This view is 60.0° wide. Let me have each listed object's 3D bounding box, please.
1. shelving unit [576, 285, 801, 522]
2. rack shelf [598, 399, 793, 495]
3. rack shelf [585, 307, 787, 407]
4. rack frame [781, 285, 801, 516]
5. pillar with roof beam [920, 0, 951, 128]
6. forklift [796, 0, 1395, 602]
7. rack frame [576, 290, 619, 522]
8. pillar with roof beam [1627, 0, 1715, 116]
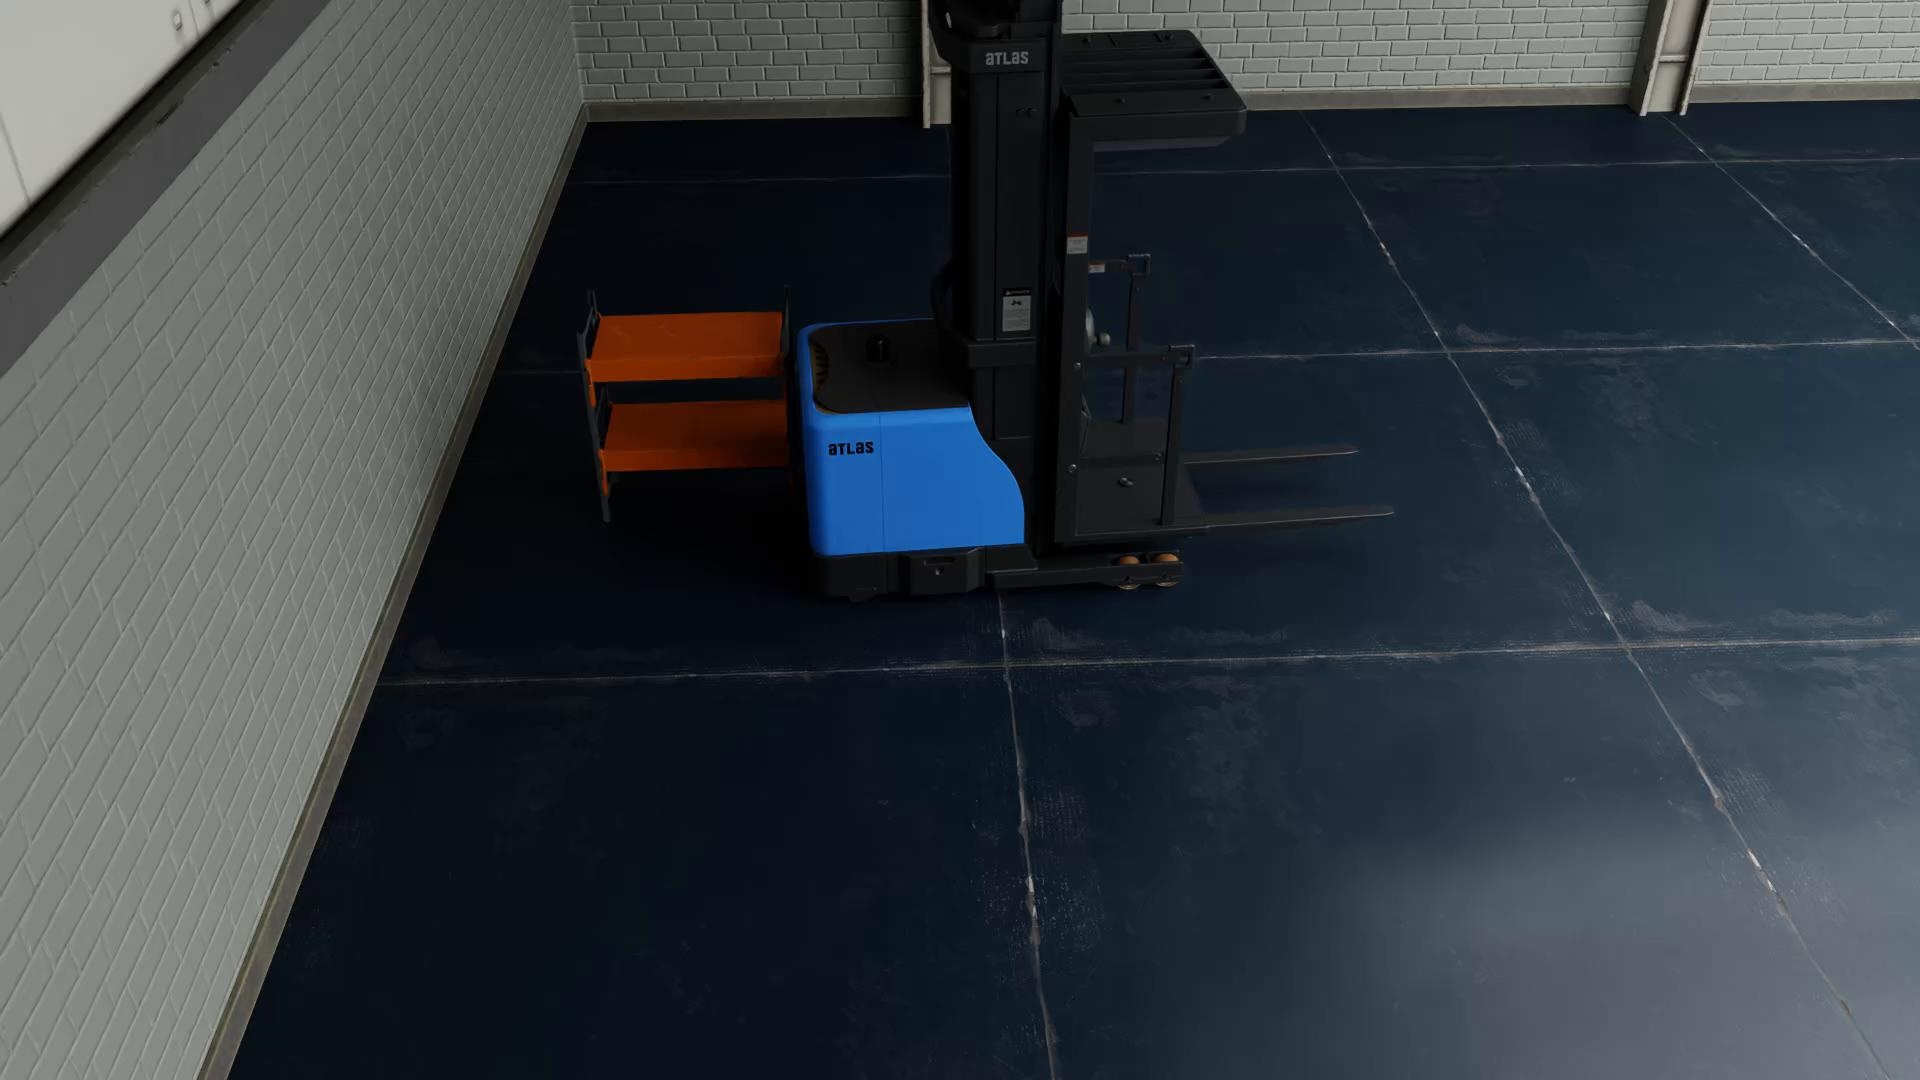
[{"bbox_3d":[-1.405,-0.718,8.836,1.048,1.125,0.538,-2,35,-3],"label":"shelving unit"},{"bbox_3d":[-1.405,-0.517,8.975,1.000,0.278,0.538,-2,35,-3],"label":"rack shelf"},{"bbox_3d":[-1.405,-0.959,8.669,1.000,0.278,0.538,-2,35,-3],"label":"rack shelf"},{"bbox_3d":[-0.898,-0.737,8.862,0.032,1.125,0.500,-2,35,-3],"label":"rack frame"},{"bbox_3d":[0.089,-4.737,7.724,0.400,9.000,9.100,-2,35,-2],"label":"pillar with roof beam"},{"bbox_3d":[0.707,-1.252,8.020,3.031,2.935,1.130,-4,35,-5],"label":"forklift"},{"bbox_3d":[-1.912,-0.700,8.809,0.032,1.125,0.500,-2,35,-3],"label":"rack frame"},{"bbox_3d":[6.082,-4.899,7.957,0.400,9.000,9.100,-2,35,-2],"label":"pillar with roof beam"}]
